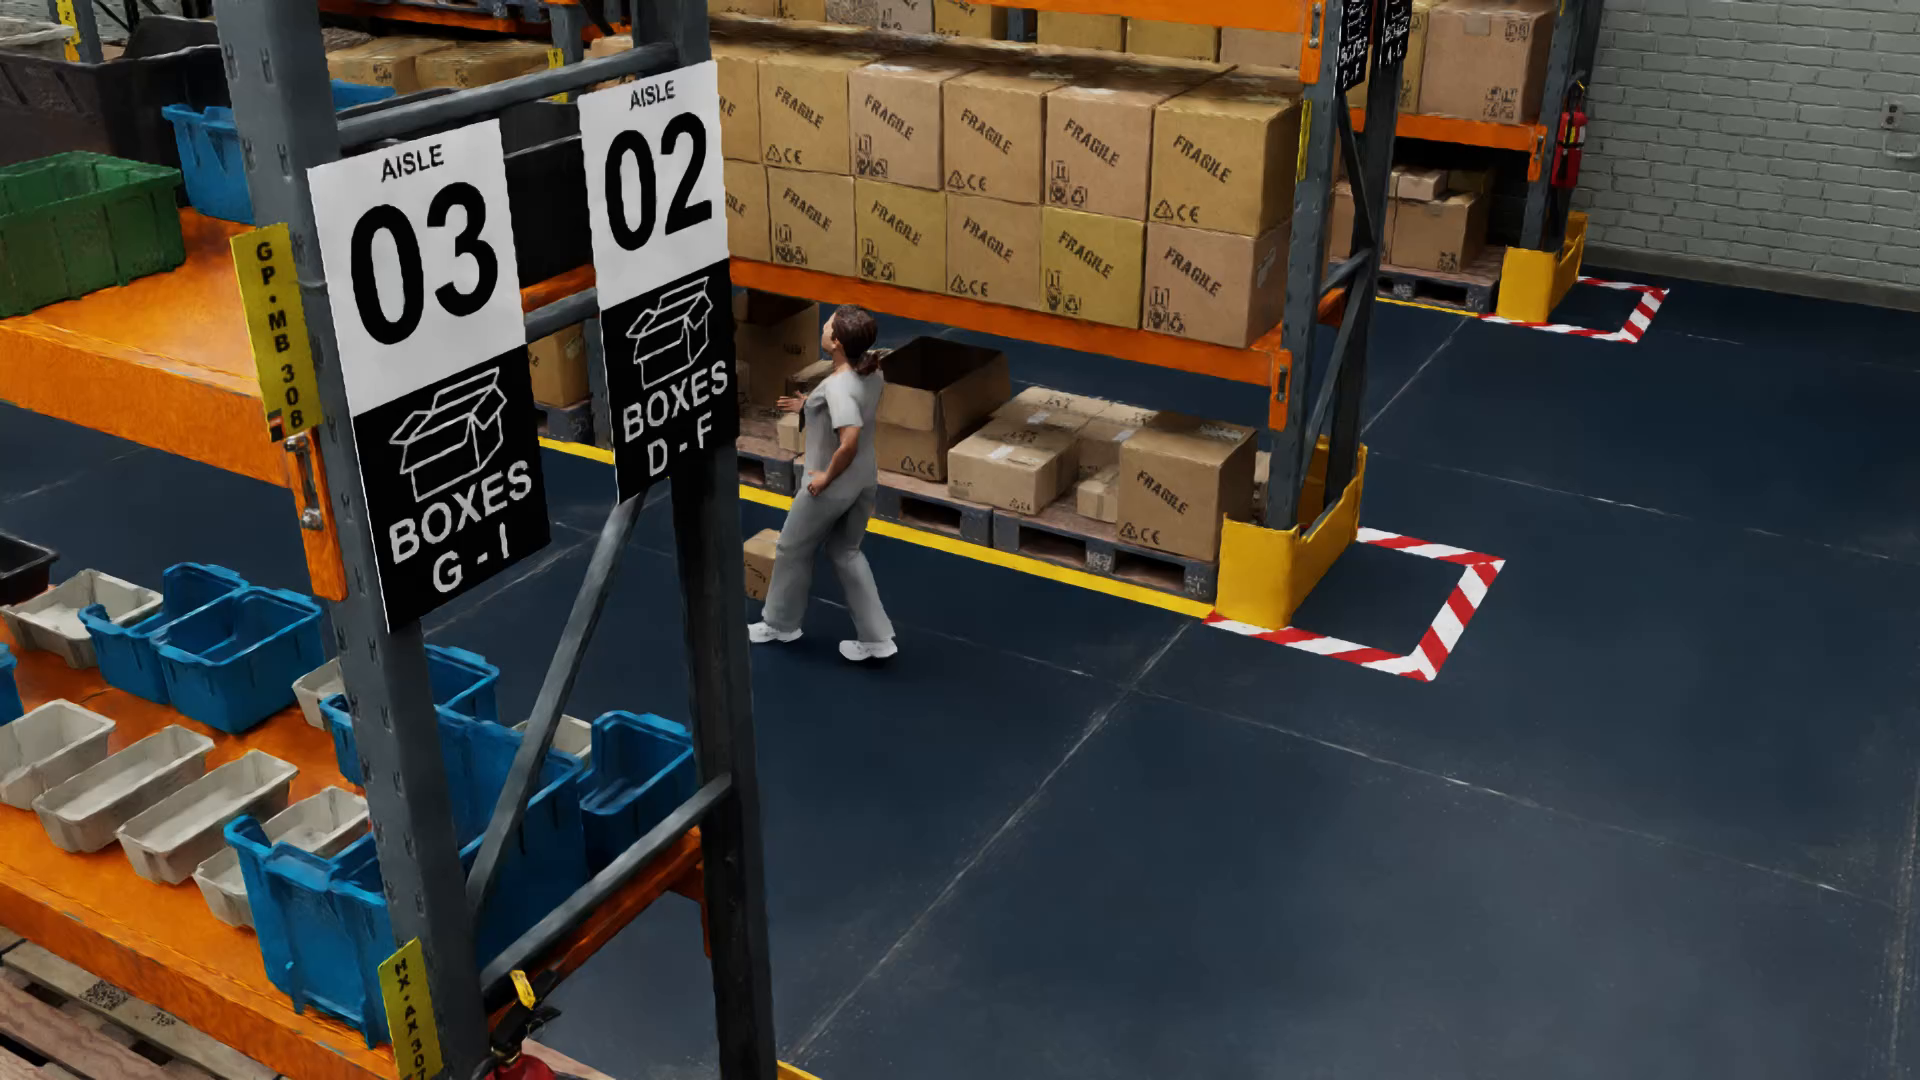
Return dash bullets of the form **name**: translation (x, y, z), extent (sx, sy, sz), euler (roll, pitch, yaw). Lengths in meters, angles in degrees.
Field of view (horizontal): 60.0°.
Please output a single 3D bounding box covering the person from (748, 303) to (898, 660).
- **person**: translation (-0.606, -0.252, 7.142), extent (0.788, 1.648, 0.531), euler (18, 32, 31)
